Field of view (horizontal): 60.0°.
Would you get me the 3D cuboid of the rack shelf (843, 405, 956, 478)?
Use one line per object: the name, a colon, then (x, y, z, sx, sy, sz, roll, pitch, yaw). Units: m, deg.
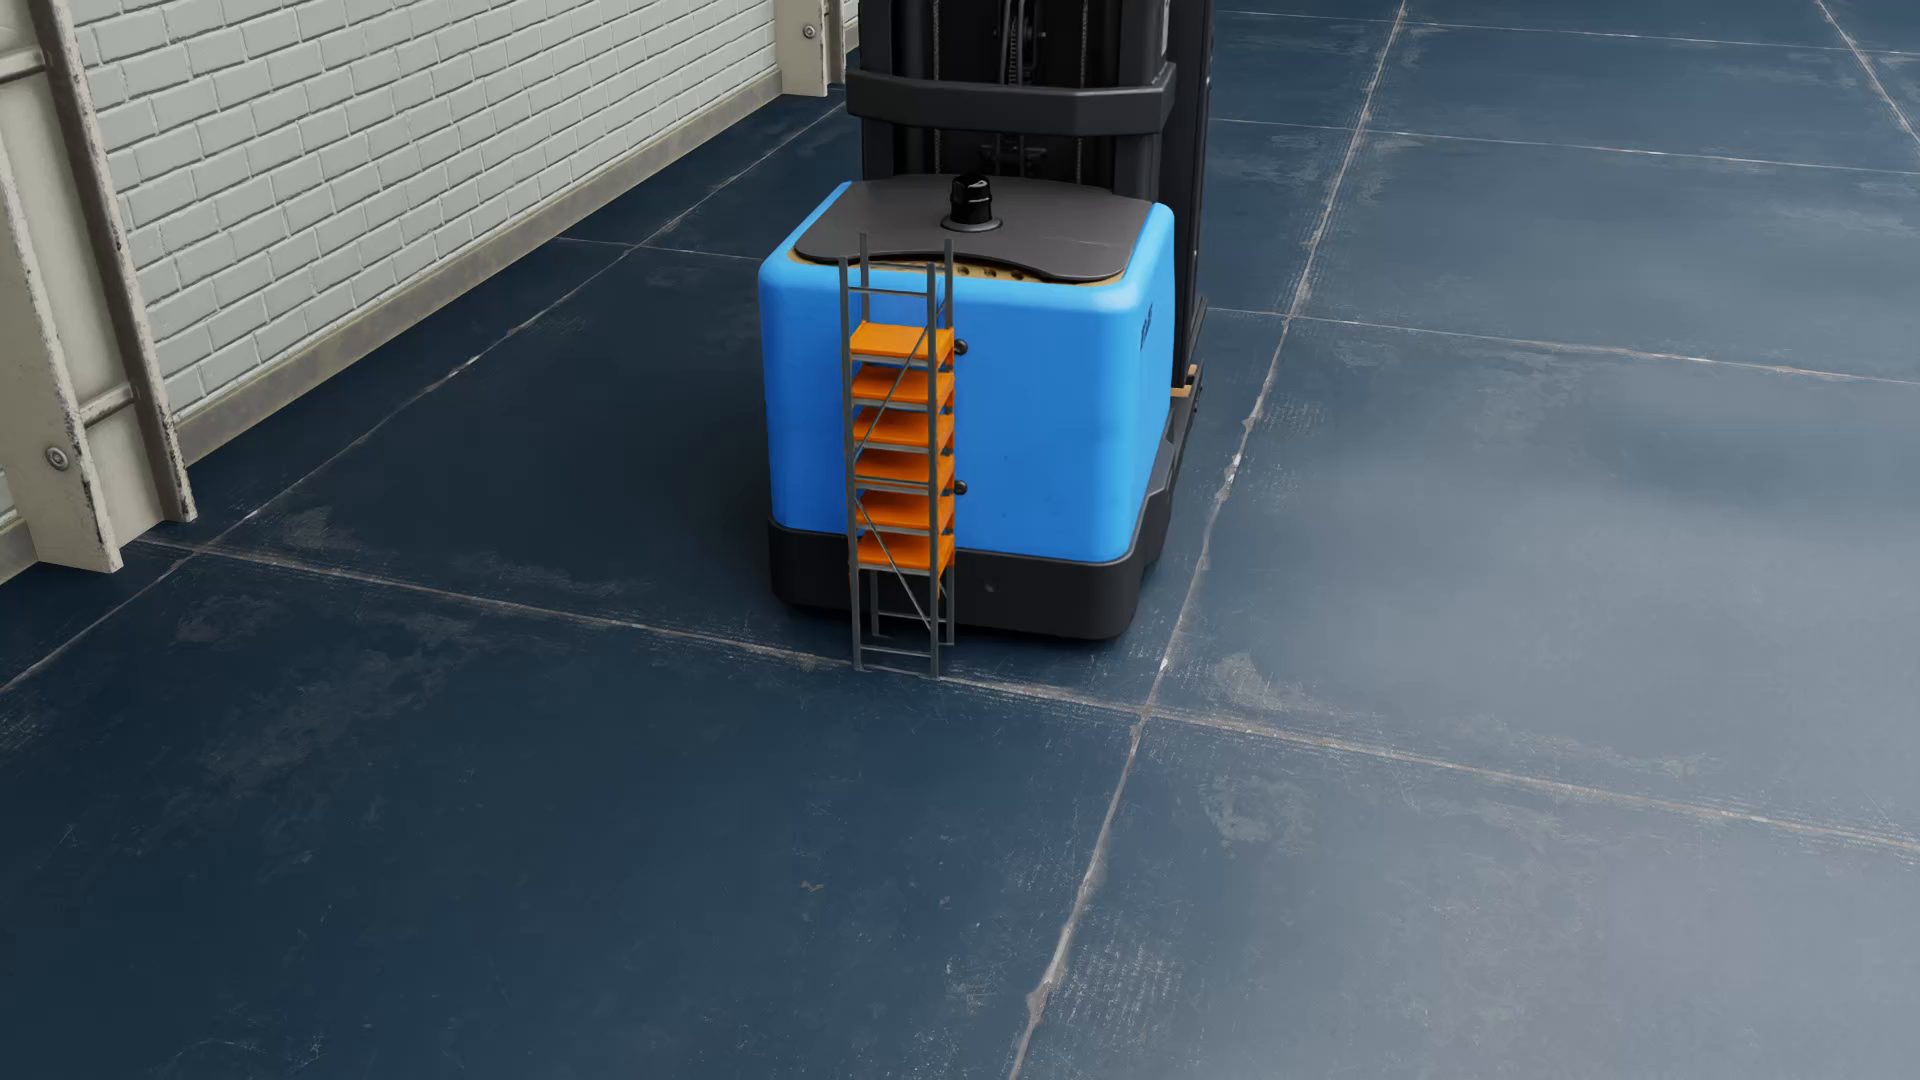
rack shelf: (-0.155, -0.259, 4.325, 0.258, 0.103, 0.180, 6, 30, 11)

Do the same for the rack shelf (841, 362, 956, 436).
rack shelf: (-0.155, -0.364, 4.267, 0.258, 0.103, 0.180, 6, 30, 11)

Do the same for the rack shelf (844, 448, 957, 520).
rack shelf: (-0.155, -0.154, 4.384, 0.258, 0.103, 0.180, 6, 30, 11)

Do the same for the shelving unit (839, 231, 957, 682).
shelving unit: (-0.155, -0.193, 4.362, 0.258, 1.200, 0.189, 6, 30, 11)

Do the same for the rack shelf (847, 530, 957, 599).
rack shelf: (-0.155, 0.056, 4.500, 0.258, 0.103, 0.180, 6, 30, 11)

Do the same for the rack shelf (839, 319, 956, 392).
rack shelf: (-0.155, -0.468, 4.209, 0.258, 0.103, 0.180, 6, 30, 11)

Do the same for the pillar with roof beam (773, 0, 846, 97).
pillar with roof beam: (3.203, -6.118, 6.991, 9.100, 9.000, 0.400, 8, 30, 15)

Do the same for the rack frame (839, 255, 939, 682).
rack frame: (-0.176, -0.149, 4.284, 0.240, 1.200, 0.006, 6, 30, 11)

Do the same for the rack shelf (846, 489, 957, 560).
rack shelf: (-0.155, -0.049, 4.442, 0.258, 0.103, 0.180, 6, 30, 11)

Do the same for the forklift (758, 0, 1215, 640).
forklift: (0.281, -1.705, 5.300, 1.130, 2.935, 3.031, 6, 30, 11)

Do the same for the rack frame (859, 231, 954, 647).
rack frame: (-0.135, -0.236, 4.440, 0.240, 1.200, 0.006, 6, 30, 11)

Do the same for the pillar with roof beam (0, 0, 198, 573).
pillar with roof beam: (1.441, -3.330, 1.979, 9.100, 9.000, 0.400, 8, 30, 15)
